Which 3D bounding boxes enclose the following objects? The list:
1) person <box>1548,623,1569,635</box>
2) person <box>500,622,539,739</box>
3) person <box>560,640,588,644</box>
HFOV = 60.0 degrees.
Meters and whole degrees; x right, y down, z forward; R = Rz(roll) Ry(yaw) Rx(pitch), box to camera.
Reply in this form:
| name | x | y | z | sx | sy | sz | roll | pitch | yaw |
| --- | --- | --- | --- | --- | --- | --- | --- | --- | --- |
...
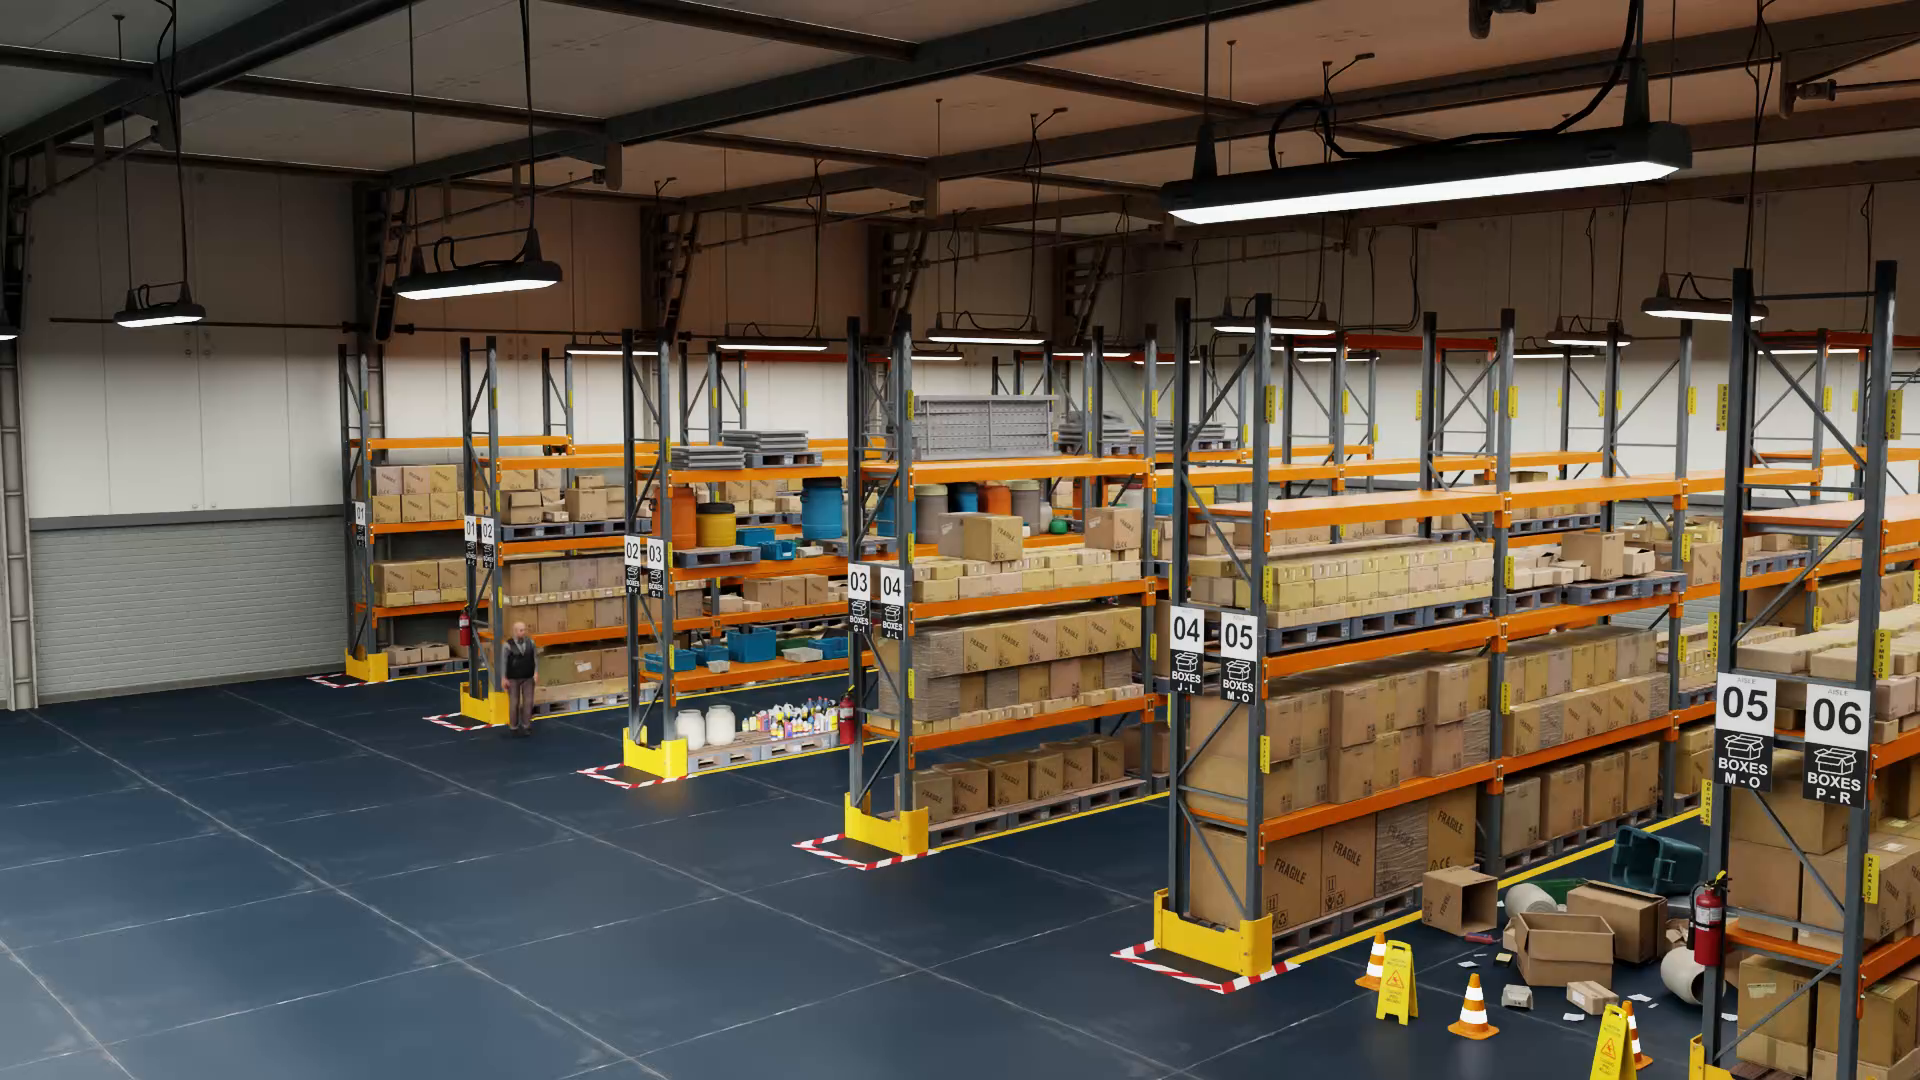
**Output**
| name | x | y | z | sx | sy | sz | roll | pitch | yaw |
| --- | --- | --- | --- | --- | --- | --- | --- | --- | --- |
| person | 9.239 | 1.972 | 25.715 | 1.045 | 1.727 | 0.524 | -5 | 7 | -44 |
| person | -6.576 | 2.084 | 24.857 | 0.574 | 1.740 | 0.387 | -3 | 6 | -31 |
| person | -6.688 | 1.708 | 28.957 | 0.703 | 1.795 | 0.523 | -2 | 5 | -19 |
